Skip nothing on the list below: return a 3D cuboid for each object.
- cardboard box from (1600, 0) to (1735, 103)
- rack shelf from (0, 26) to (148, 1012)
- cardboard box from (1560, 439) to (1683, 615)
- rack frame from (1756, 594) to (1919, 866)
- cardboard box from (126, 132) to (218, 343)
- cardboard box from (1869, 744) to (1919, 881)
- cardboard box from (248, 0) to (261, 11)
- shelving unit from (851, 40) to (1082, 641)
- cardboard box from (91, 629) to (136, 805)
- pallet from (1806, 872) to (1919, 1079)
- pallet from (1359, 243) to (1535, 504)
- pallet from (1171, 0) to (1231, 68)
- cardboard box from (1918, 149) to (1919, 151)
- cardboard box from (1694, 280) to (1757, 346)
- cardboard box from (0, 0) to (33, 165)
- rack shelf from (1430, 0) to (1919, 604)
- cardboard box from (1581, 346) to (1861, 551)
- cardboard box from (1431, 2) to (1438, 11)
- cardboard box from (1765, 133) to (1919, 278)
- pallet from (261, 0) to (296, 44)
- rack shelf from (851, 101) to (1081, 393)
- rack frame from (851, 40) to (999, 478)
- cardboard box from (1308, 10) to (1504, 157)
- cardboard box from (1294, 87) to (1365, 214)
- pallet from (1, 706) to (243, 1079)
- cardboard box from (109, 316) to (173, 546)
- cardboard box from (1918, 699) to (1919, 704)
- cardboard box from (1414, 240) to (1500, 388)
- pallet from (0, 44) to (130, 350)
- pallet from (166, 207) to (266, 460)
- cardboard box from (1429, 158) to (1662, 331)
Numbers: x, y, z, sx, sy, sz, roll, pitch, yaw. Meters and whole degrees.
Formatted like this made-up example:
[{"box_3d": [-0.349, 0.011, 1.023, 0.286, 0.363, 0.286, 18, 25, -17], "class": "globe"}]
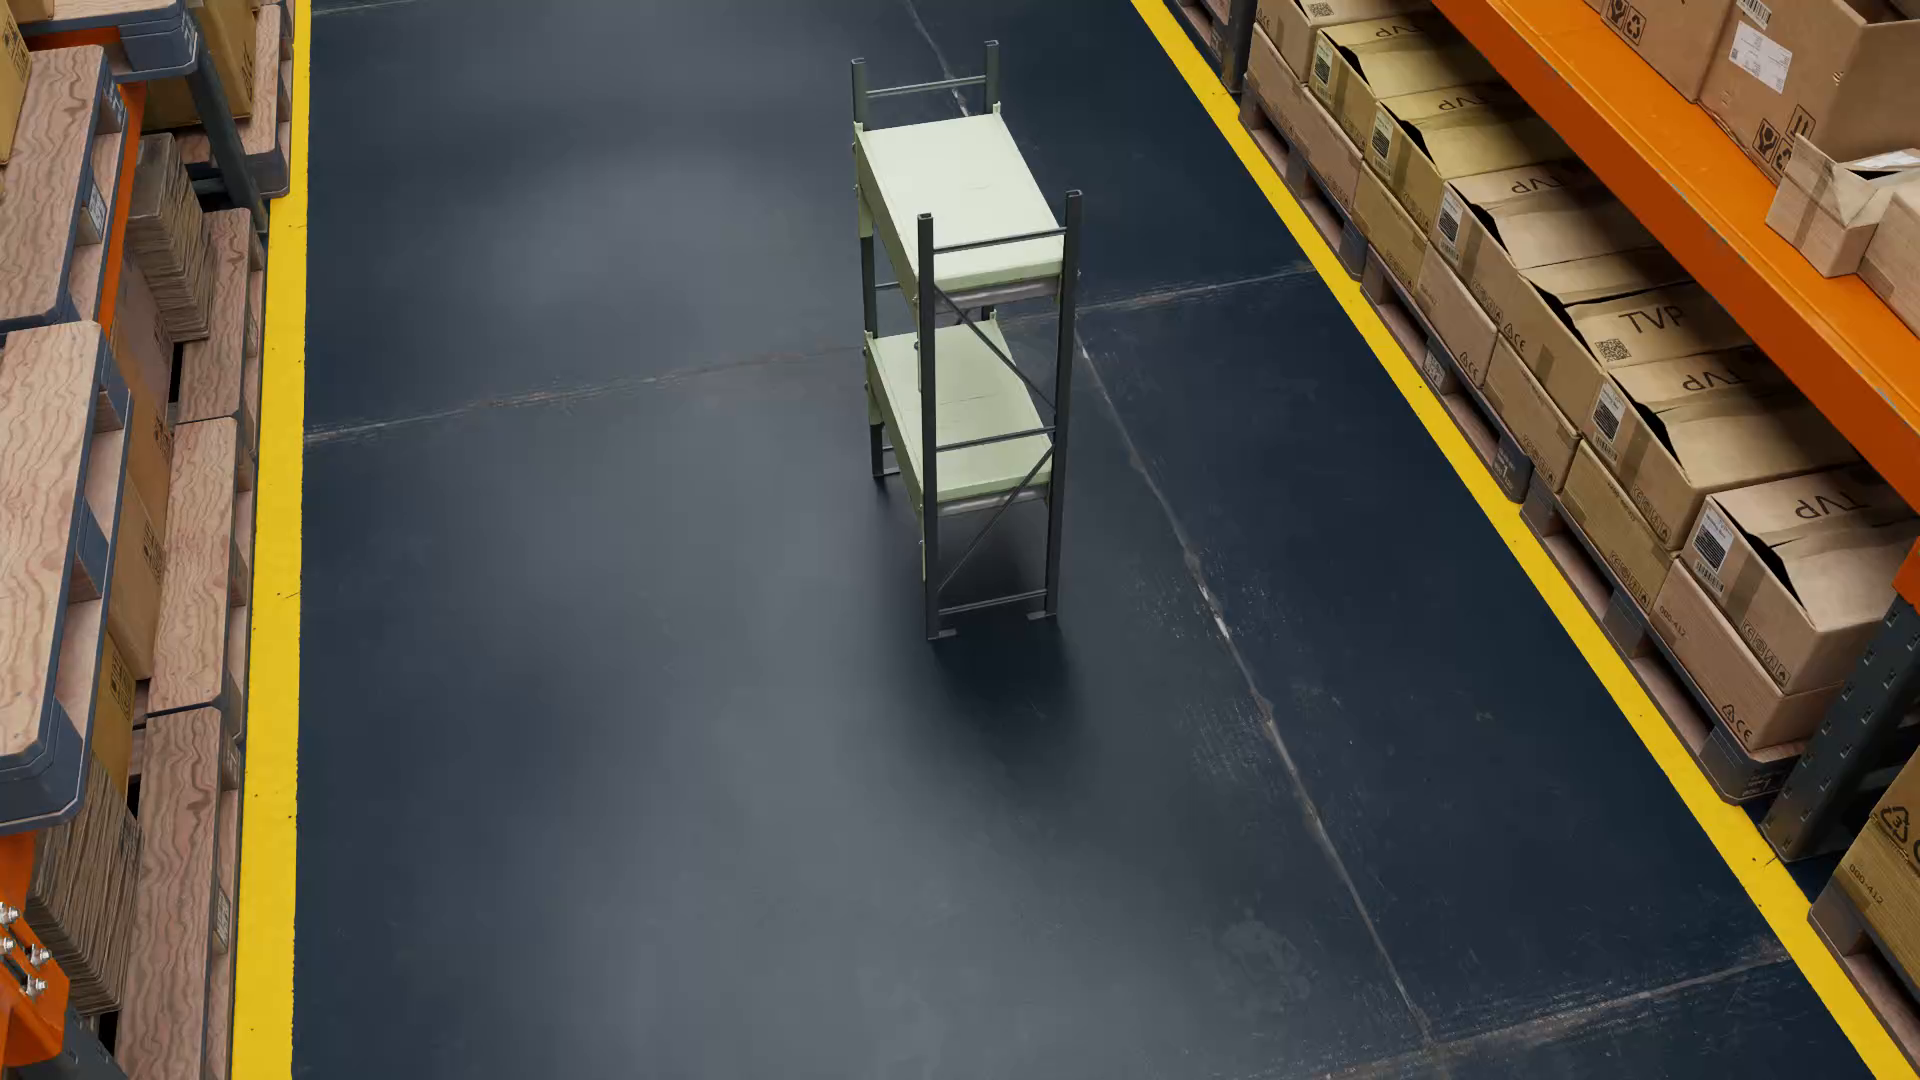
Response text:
[{"box_3d": [2.205, -1.599, 4.647, 0.500, 0.500, 0.500, -11, 47, -10], "class": "cardboard box"}, {"box_3d": [-2.651, -0.542, 4.185, 1.077, 0.370, 4.000, -11, 47, -10], "class": "rack shelf"}, {"box_3d": [2.135, -0.089, 4.868, 0.500, 0.250, 0.500, -11, 47, -11], "class": "cardboard box"}, {"box_3d": [2.649, -0.321, 3.465, 1.000, 3.000, 0.127, -11, 47, -10], "class": "rack frame"}, {"box_3d": [-2.928, -0.966, 5.539, 0.700, 0.500, 0.500, -10, 46, -10], "class": "cardboard box"}, {"box_3d": [2.465, 0.609, 3.659, 0.500, 0.500, 0.500, -11, 47, -10], "class": "cardboard box"}, {"box_3d": [-3.442, -2.707, 7.014, 0.750, 0.750, 0.750, -11, 47, -11], "class": "cardboard box"}, {"box_3d": [0.002, -0.520, 4.710, 0.431, 1.500, 0.755, -11, 47, -10], "class": "shelving unit"}, {"box_3d": [-2.524, 0.455, 4.146, 0.700, 0.500, 0.500, -12, 47, -11], "class": "cardboard box"}, {"box_3d": [2.812, 1.211, 3.915, 1.003, 0.211, 1.213, -11, 47, -10], "class": "pallet"}, {"box_3d": [2.106, -0.691, 5.779, 1.003, 0.211, 1.213, -11, 47, -10], "class": "pallet"}, {"box_3d": [1.470, -2.629, 7.679, 1.003, 0.211, 1.213, -11, 47, -10], "class": "pallet"}, {"box_3d": [2.619, -0.883, 4.191, 0.380, 0.149, 0.250, -11, 47, -10], "class": "cardboard box"}, {"box_3d": [2.527, -0.737, 5.110, 0.500, 0.311, 0.500, -12, 47, -12], "class": "cardboard box"}, {"box_3d": [-2.693, -1.185, 3.933, 0.700, 0.500, 0.500, -11, 47, -10], "class": "cardboard box"}, {"box_3d": [2.137, -1.450, 5.075, 1.077, 0.370, 4.000, -11, 47, -10], "class": "rack shelf"}, {"box_3d": [2.129, -0.287, 4.670, 0.500, 0.311, 0.500, -10, 46, -9], "class": "cardboard box"}, {"box_3d": [1.997, -2.147, 6.493, 0.500, 0.311, 0.500, -10, 46, -9], "class": "cardboard box"}, {"box_3d": [2.246, -0.848, 4.075, 0.396, 0.266, 0.258, -12, 47, -11], "class": "cardboard box"}, {"box_3d": [-3.601, -2.597, 7.648, 1.003, 0.211, 1.213, -11, 47, -10], "class": "pallet"}, {"box_3d": [0.002, -0.793, 4.431, 0.431, 0.370, 0.720, -11, 47, -10], "class": "rack shelf"}, {"box_3d": [-0.092, -0.773, 4.957, 0.400, 1.500, 0.023, -11, 47, -10], "class": "rack frame"}, {"box_3d": [1.617, -1.687, 6.042, 0.500, 0.311, 0.500, -12, 47, -11], "class": "cardboard box"}, {"box_3d": [1.604, -1.505, 6.256, 0.500, 0.250, 0.500, -12, 47, -11], "class": "cardboard box"}, {"box_3d": [-2.340, 1.026, 4.097, 1.003, 0.211, 1.213, -11, 47, -10], "class": "pallet"}, {"box_3d": [-2.754, -0.251, 4.838, 0.700, 0.500, 0.500, -11, 47, -11], "class": "cardboard box"}, {"box_3d": [2.785, 0.170, 4.614, 0.500, 0.250, 0.500, -12, 47, -11], "class": "cardboard box"}, {"box_3d": [1.874, -0.793, 5.559, 0.500, 0.250, 0.500, -10, 46, -10], "class": "cardboard box"}, {"box_3d": [-2.617, -0.748, 4.017, 1.003, 0.211, 1.213, -11, 47, -10], "class": "pallet"}, {"box_3d": [-2.964, -0.659, 5.748, 1.003, 0.211, 1.213, -11, 47, -10], "class": "pallet"}, {"box_3d": [1.878, -0.980, 5.349, 0.500, 0.311, 0.500, -11, 47, -11], "class": "cardboard box"}]
